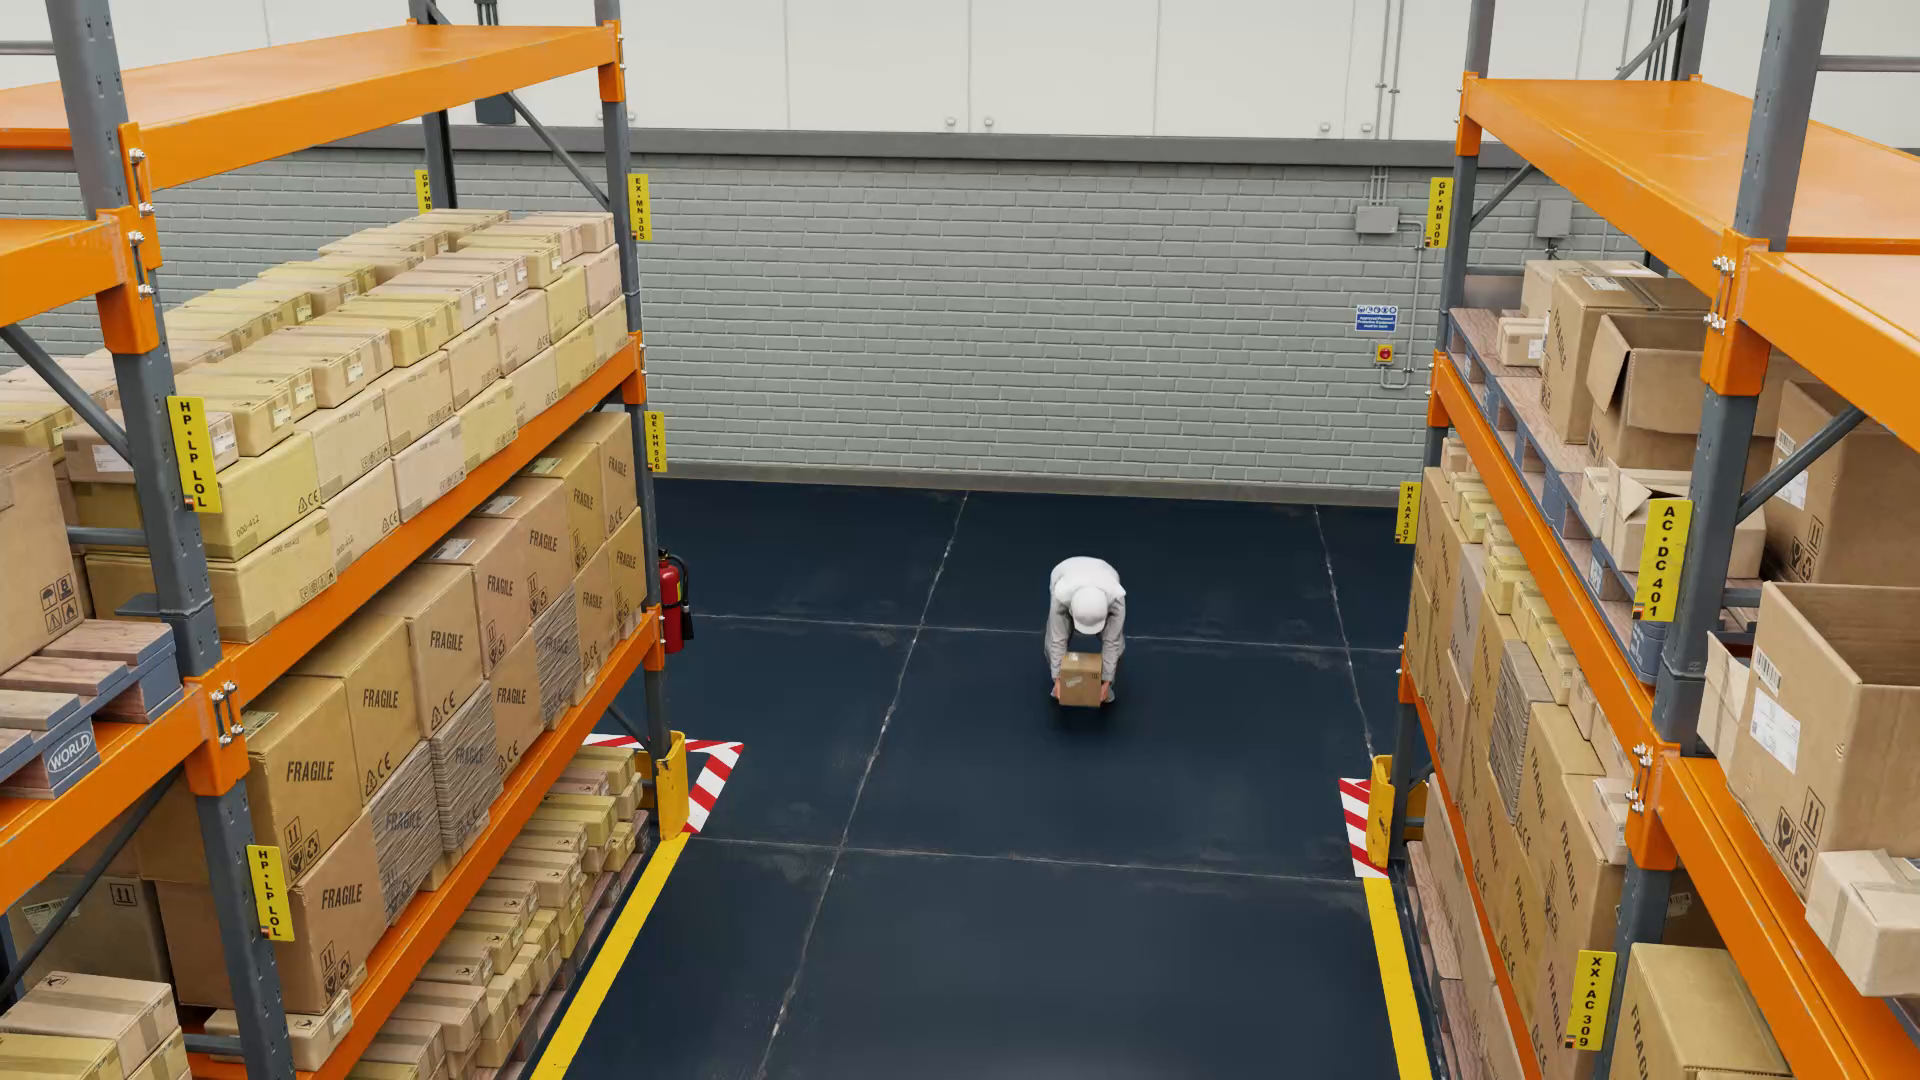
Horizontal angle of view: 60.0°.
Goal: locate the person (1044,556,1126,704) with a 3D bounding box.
[{"bbox_3d":[0.795,0.615,10.537,0.519,0.992,0.989,2,21,4],"label":"person"}]
